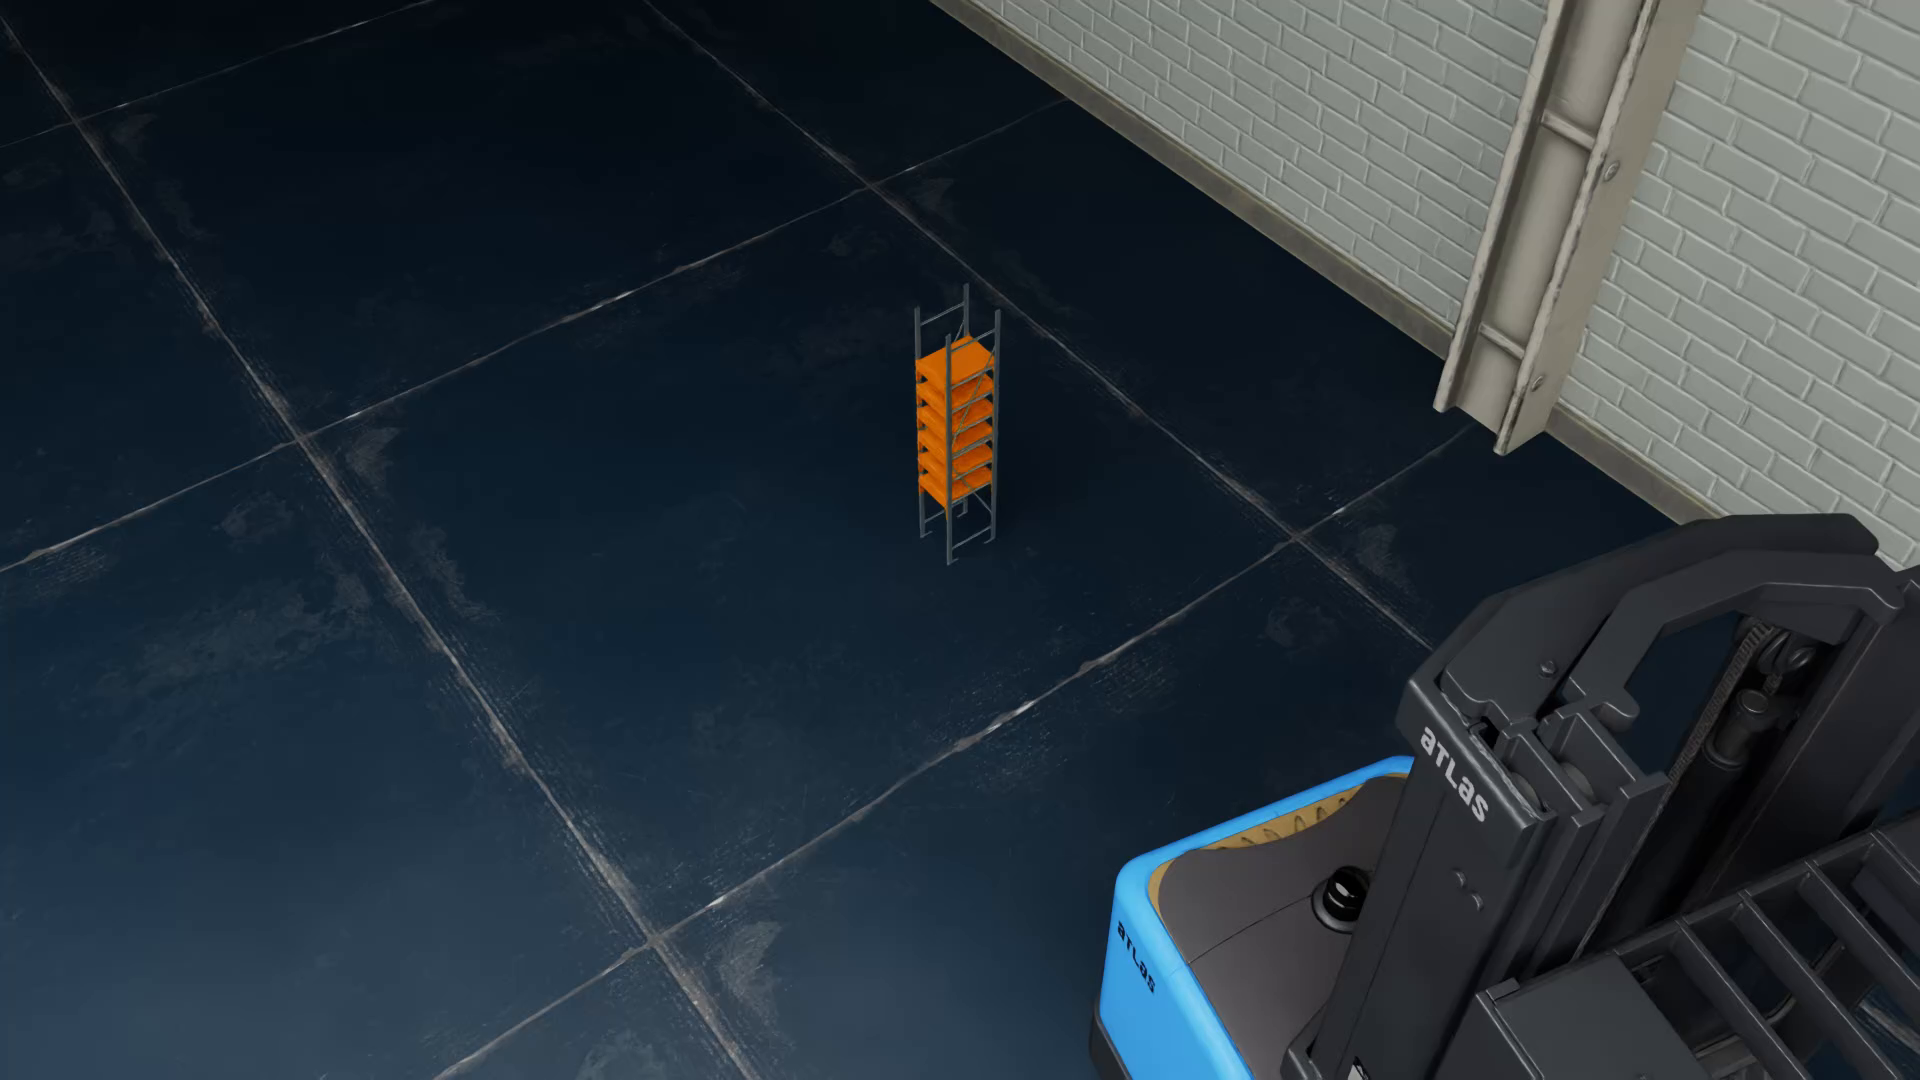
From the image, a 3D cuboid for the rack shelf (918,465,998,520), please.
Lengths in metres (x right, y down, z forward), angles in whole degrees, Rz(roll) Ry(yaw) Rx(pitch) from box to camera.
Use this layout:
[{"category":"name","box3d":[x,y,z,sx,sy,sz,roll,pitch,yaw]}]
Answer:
[{"category":"rack shelf","box3d":[-0.009,-0.220,6.523,0.258,0.103,0.180,-29,54,-24]}]

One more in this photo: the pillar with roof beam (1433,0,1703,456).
[{"category":"pillar with roof beam","box3d":[-1.119,-1.630,2.152,9.100,9.000,0.400,-29,54,-24]}]

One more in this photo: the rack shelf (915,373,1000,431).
[{"category":"rack shelf","box3d":[-0.009,-0.543,6.167,0.258,0.103,0.180,-29,54,-24]}]

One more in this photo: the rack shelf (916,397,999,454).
[{"category":"rack shelf","box3d":[-0.009,-0.462,6.256,0.258,0.103,0.180,-29,54,-24]}]

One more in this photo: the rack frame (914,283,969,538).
[{"category":"rack frame","box3d":[-0.064,-0.465,6.361,0.240,1.200,0.006,-29,54,-24]}]

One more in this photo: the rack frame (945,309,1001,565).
[{"category":"rack frame","box3d":[0.047,-0.358,6.263,0.240,1.200,0.006,-29,54,-24]}]

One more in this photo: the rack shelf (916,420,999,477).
[{"category":"rack shelf","box3d":[-0.009,-0.382,6.345,0.258,0.103,0.180,-29,54,-24]}]

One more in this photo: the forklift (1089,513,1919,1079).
[{"category":"forklift","box3d":[1.461,1.478,3.431,1.130,2.935,3.031,-18,50,-16]}]

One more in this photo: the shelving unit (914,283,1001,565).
[{"category":"shelving unit","box3d":[-0.009,-0.412,6.312,0.258,1.200,0.189,-29,54,-24]}]

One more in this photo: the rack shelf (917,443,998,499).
[{"category":"rack shelf","box3d":[-0.009,-0.301,6.434,0.258,0.103,0.180,-29,54,-24]}]

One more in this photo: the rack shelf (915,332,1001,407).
[{"category":"rack shelf","box3d":[-0.009,-0.623,6.078,0.258,0.103,0.180,-29,54,-24]}]
